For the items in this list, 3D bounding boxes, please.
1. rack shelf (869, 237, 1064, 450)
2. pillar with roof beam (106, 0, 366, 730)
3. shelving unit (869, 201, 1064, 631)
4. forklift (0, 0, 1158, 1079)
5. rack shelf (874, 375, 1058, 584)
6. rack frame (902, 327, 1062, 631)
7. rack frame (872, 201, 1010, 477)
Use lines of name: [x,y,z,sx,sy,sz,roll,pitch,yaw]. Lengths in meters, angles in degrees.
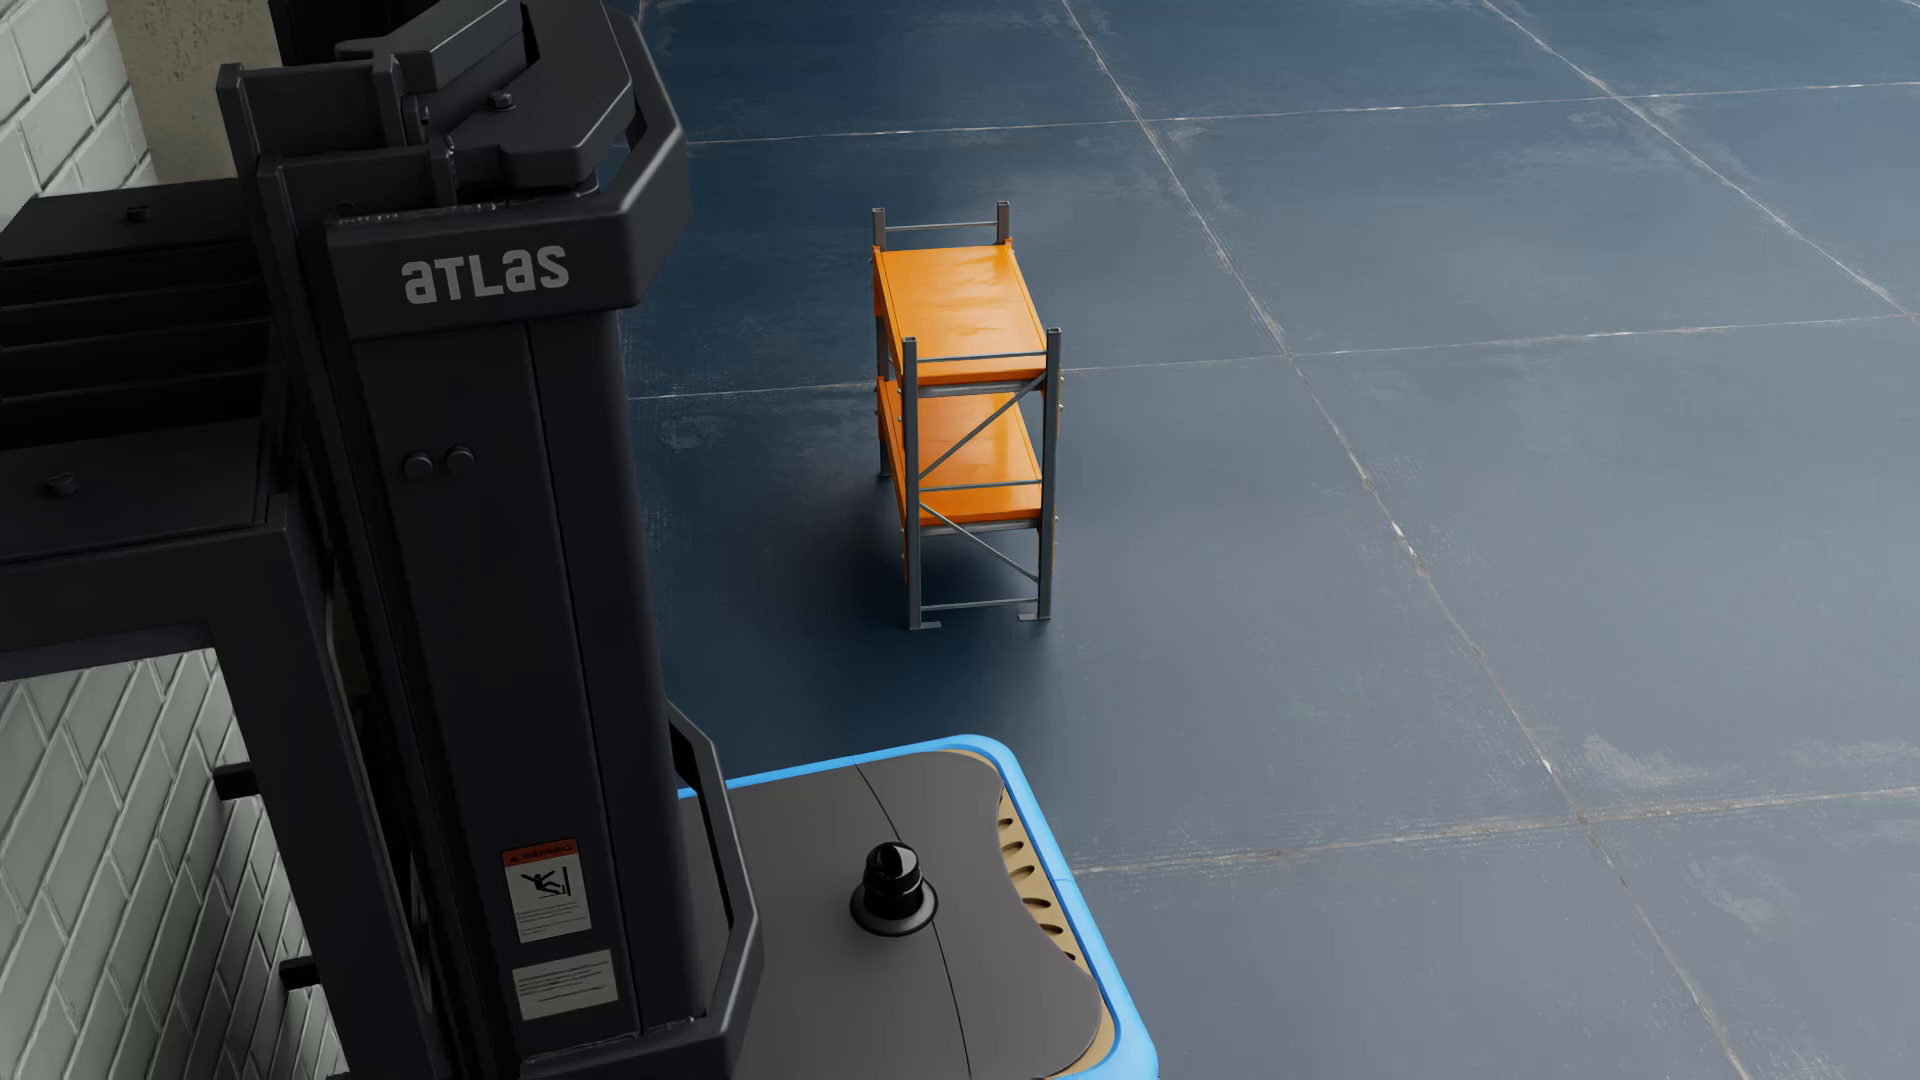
rack shelf: [0.001,-0.703,5.763,0.538,0.278,1.000,-4,35,-6]
pillar with roof beam: [2.857,-2.946,2.583,9.100,9.000,0.400,-4,35,-6]
shelving unit: [0.001,-0.461,5.928,0.538,1.125,1.048,-4,35,-6]
forklift: [-1.200,0.590,2.781,3.031,2.935,1.130,-9,35,-14]
rack shelf: [0.001,-0.259,6.065,0.538,0.278,1.000,-4,35,-6]
rack frame: [0.069,-0.177,5.511,0.500,1.125,0.032,-4,35,-6]
rack frame: [-0.067,-0.745,6.344,0.500,1.125,0.032,-4,35,-6]
